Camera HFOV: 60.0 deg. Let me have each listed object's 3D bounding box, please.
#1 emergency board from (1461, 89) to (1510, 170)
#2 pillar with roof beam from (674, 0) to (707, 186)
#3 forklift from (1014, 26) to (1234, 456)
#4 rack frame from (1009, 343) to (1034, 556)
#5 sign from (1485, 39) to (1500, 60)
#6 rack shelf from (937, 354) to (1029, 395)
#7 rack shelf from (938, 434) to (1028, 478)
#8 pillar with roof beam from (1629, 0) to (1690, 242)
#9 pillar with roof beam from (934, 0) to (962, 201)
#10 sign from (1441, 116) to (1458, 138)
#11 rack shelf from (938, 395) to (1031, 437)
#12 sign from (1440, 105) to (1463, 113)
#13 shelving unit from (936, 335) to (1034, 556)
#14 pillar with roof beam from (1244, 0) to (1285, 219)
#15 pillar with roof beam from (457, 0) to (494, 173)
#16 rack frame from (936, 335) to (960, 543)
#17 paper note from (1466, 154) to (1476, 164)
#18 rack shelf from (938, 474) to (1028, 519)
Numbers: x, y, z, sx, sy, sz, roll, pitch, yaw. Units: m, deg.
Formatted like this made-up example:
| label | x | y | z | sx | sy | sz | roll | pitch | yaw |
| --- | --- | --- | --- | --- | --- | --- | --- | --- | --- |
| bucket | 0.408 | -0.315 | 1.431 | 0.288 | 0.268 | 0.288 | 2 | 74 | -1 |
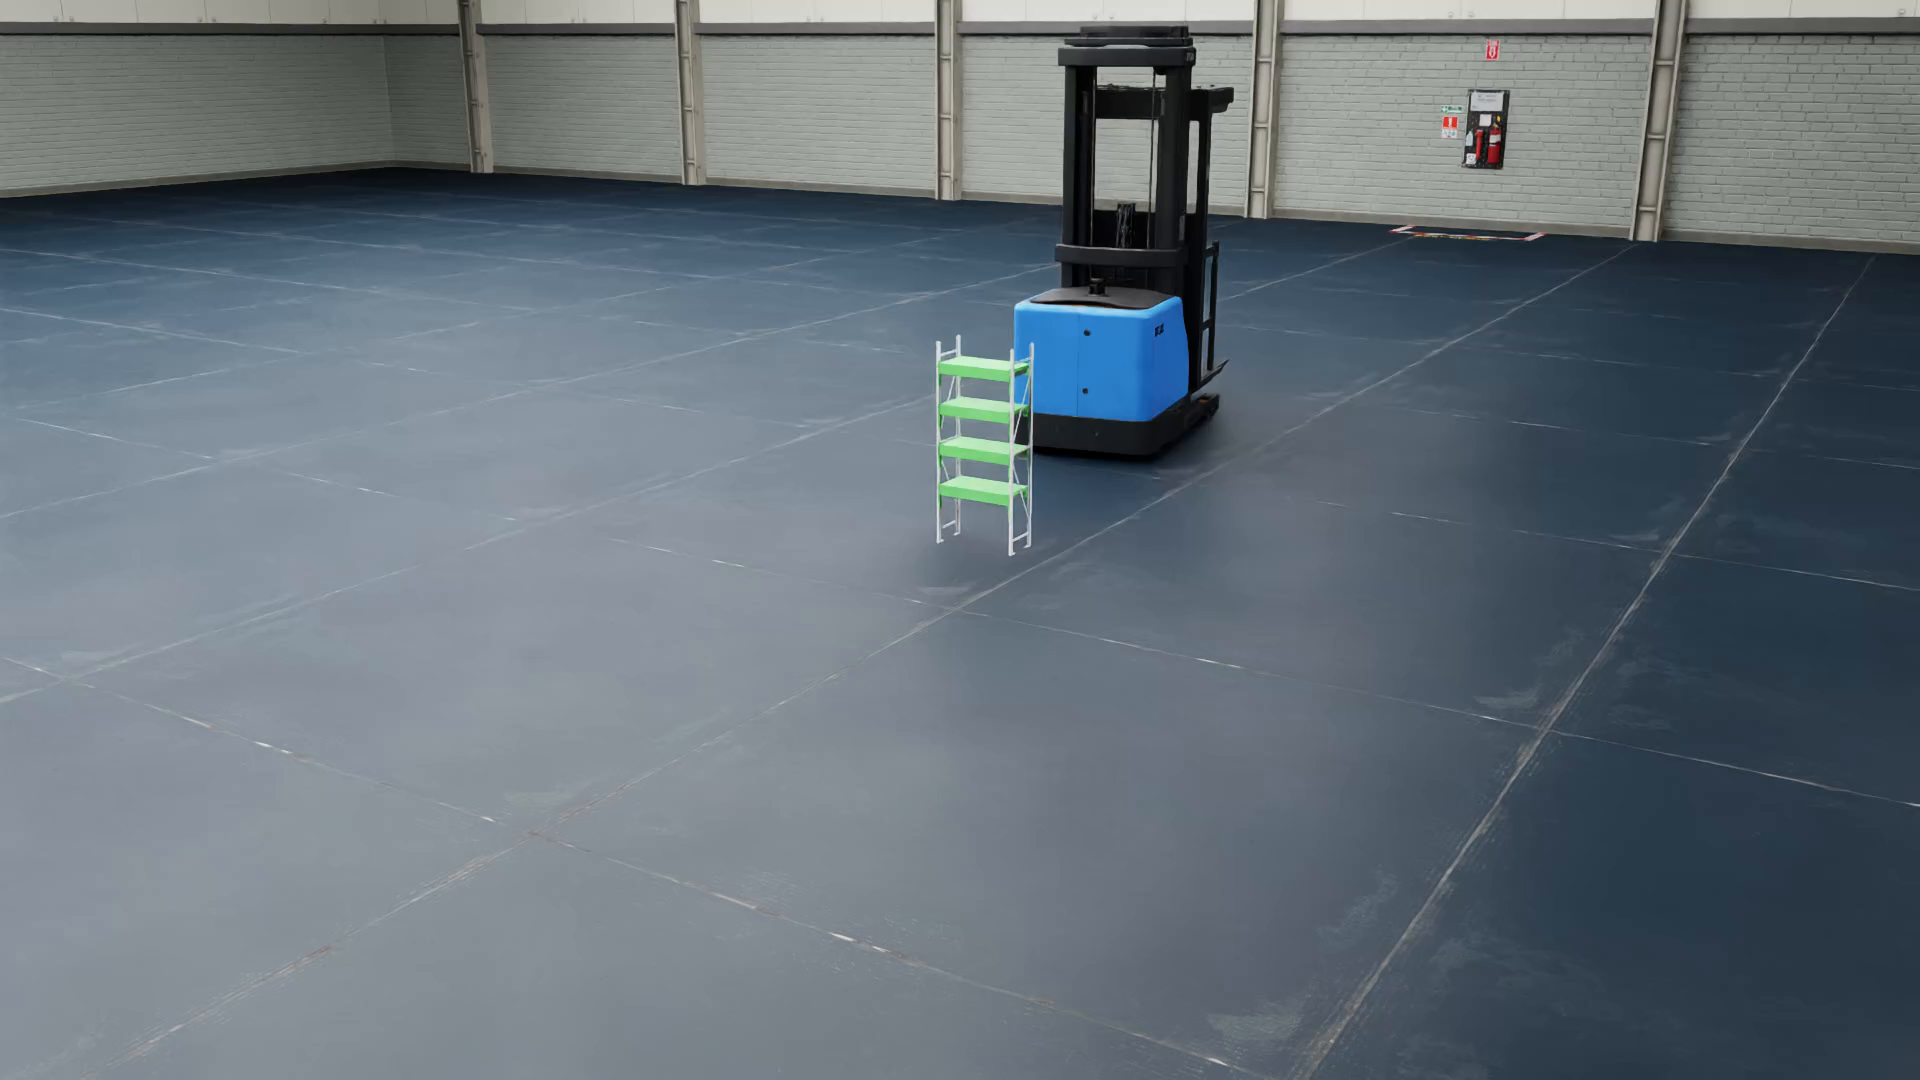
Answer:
| label | x | y | z | sx | sy | sz | roll | pitch | yaw |
| --- | --- | --- | --- | --- | --- | --- | --- | --- | --- |
| emergency board | 7.934 | -6.209 | 25.160 | 0.643 | 1.169 | 0.194 | 10 | 20 | 30 |
| pillar with roof beam | -7.571 | -10.366 | 28.523 | 0.400 | 9.000 | 9.100 | 10 | 20 | 30 |
| forklift | 1.403 | -2.376 | 12.659 | 1.130 | 2.935 | 3.031 | 7 | 18 | 22 |
| rack frame | 0.349 | -0.512 | 9.502 | 0.015 | 1.200 | 0.240 | 10 | 20 | 30 |
| sign | 7.980 | -7.344 | 24.909 | 0.199 | 0.298 | 0.001 | 10 | 20 | 30 |
| rack shelf | 0.141 | -0.947 | 9.503 | 0.480 | 0.148 | 0.258 | 10 | 20 | 30 |
| rack shelf | 0.141 | -0.488 | 9.642 | 0.480 | 0.148 | 0.258 | 10 | 20 | 30 |
| pillar with roof beam | 7.767 | -7.628 | 19.510 | 0.400 | 9.000 | 9.100 | 10 | 20 | 30 |
| pillar with roof beam | -2.458 | -9.453 | 25.519 | 0.400 | 9.000 | 9.100 | 10 | 20 | 30 |
| sign | 7.517 | -6.336 | 25.516 | 0.234 | 0.329 | 0.001 | 10 | 20 | 30 |
| rack shelf | 0.141 | -0.717 | 9.573 | 0.480 | 0.148 | 0.258 | 10 | 20 | 30 |
| sign | 7.516 | -6.586 | 25.429 | 0.331 | 0.109 | 0.001 | 10 | 20 | 30 |
| shelving unit | 0.141 | -0.549 | 9.624 | 0.503 | 1.200 | 0.258 | 10 | 20 | 30 |
| pillar with roof beam | 2.654 | -8.540 | 22.514 | 0.400 | 9.000 | 9.100 | 10 | 20 | 30 |
| pillar with roof beam | -12.684 | -11.278 | 31.528 | 0.400 | 9.000 | 9.100 | 10 | 20 | 30 |
| rack frame | -0.067 | -0.586 | 9.746 | 0.015 | 1.200 | 0.240 | 10 | 20 | 30 |
| paper note | 7.820 | -5.831 | 25.433 | 0.142 | 0.148 | 0.016 | 10 | 20 | 30 |
| rack shelf | 0.141 | -0.258 | 9.712 | 0.480 | 0.148 | 0.258 | 10 | 20 | 30 |
